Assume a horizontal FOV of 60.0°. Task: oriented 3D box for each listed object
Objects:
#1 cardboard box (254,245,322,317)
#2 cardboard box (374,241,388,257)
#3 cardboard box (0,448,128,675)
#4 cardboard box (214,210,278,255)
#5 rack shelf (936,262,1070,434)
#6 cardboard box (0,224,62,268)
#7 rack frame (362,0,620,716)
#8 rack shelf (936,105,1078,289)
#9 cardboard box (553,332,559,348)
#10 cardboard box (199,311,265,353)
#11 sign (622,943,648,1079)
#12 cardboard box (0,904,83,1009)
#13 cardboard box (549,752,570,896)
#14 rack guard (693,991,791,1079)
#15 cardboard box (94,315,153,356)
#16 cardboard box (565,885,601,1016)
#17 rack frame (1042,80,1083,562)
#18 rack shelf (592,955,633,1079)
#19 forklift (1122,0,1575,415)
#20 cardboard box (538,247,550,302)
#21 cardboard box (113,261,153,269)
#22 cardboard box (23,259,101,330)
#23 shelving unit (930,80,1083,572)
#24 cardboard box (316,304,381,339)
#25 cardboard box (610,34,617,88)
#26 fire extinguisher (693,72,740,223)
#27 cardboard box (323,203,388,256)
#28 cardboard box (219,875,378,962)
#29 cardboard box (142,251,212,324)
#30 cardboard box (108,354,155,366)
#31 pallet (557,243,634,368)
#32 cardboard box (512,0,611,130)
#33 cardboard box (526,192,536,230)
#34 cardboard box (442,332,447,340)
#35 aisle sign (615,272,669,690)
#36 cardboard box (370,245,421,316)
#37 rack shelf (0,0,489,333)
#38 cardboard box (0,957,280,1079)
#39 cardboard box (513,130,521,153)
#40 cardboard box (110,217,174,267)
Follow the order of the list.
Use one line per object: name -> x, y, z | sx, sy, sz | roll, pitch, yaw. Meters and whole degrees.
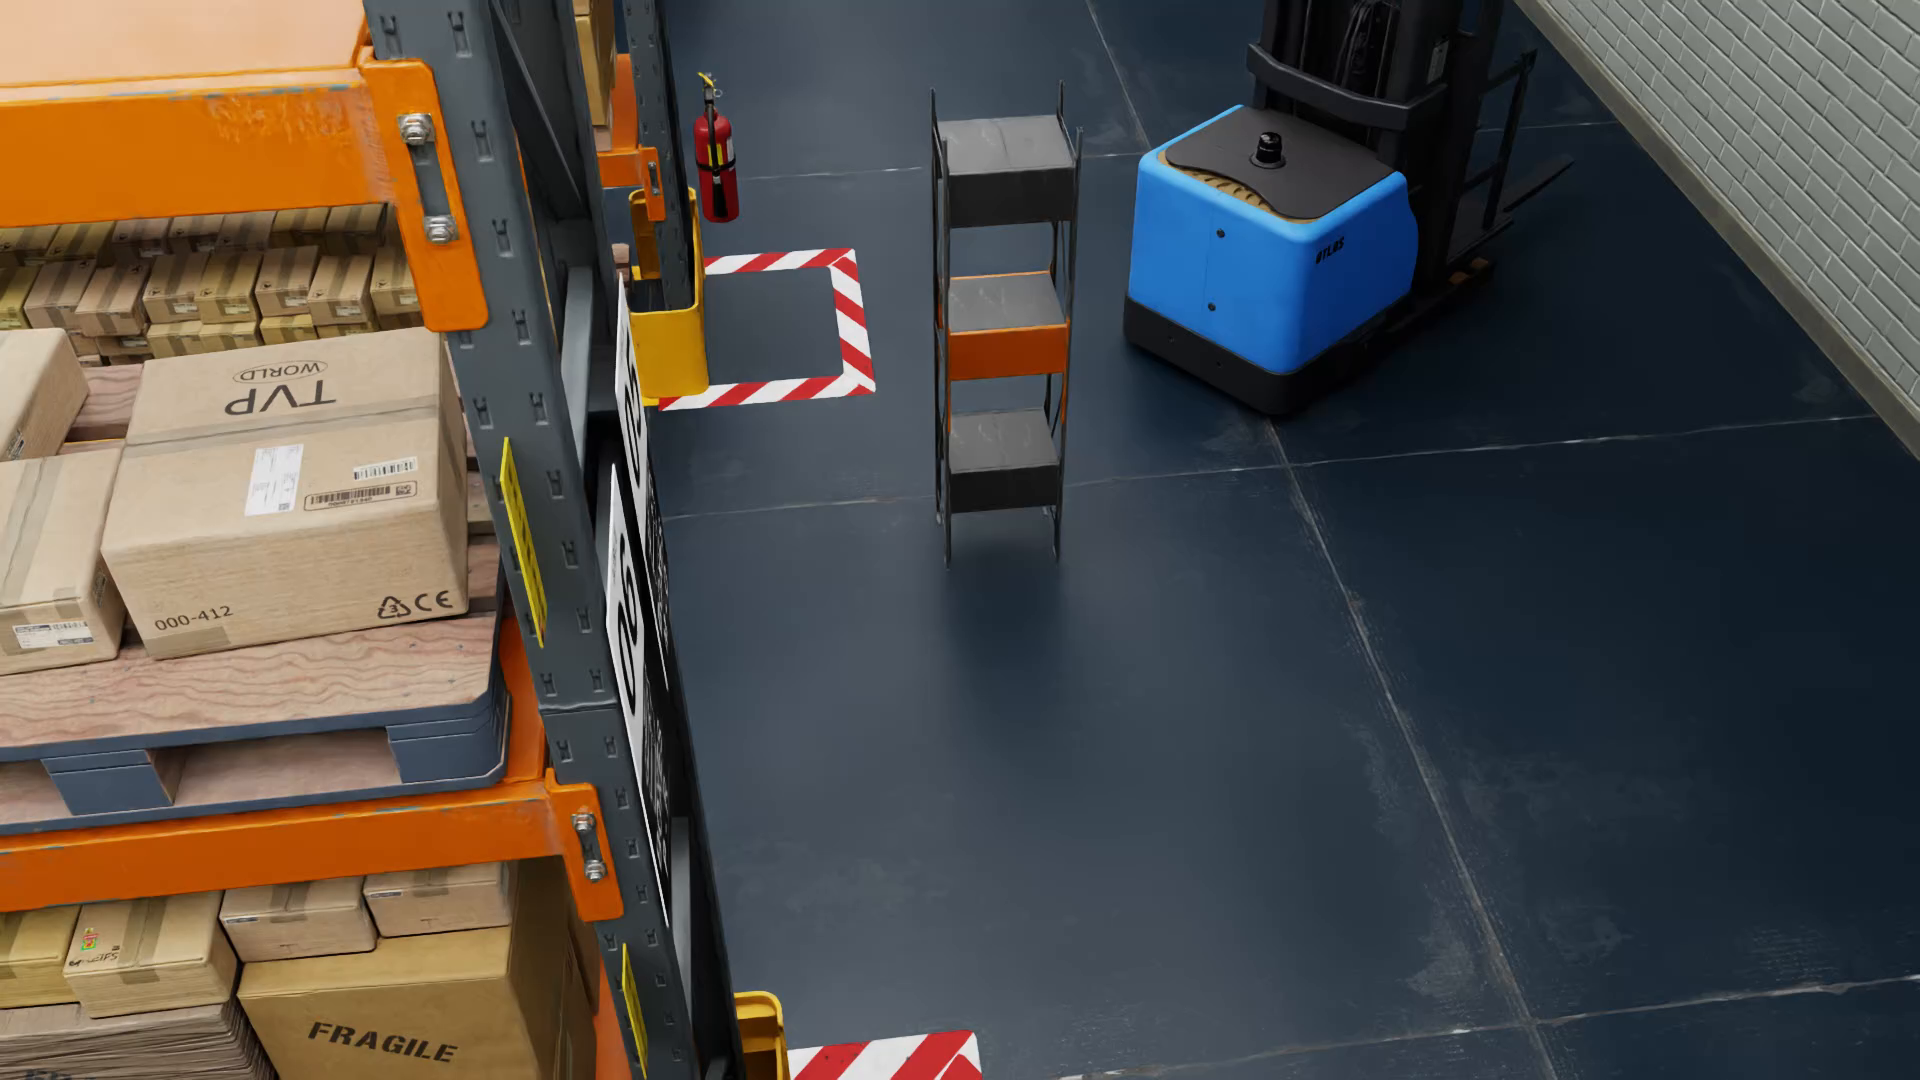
cardboard box -> -3.209, -1.243, 7.975 | 0.250, 0.149, 0.380 | -6, 42, -7
cardboard box -> -3.002, -1.450, 8.426 | 0.250, 0.149, 0.380 | -7, 43, -8
cardboard box -> -1.518, 0.033, 2.748 | 0.250, 0.149, 0.380 | -8, 43, -9
cardboard box -> -3.523, -1.506, 8.266 | 0.250, 0.149, 0.380 | -5, 42, -5
rack shelf -> 0.164, -0.784, 6.787 | 0.480, 0.518, 0.431 | -5, 42, -6
cardboard box -> -4.573, -1.470, 8.226 | 0.250, 0.149, 0.380 | -5, 42, -6
rack frame -> -0.678, -1.169, 2.043 | 0.127, 3.000, 1.000 | -5, 42, -6
rack shelf -> 0.164, -1.304, 6.318 | 0.480, 0.518, 0.431 | -5, 42, -6
cardboard box -> -1.915, -1.133, 8.297 | 0.250, 0.149, 0.380 | -4, 42, -5
cardboard box -> -3.459, -1.040, 7.972 | 0.250, 0.149, 0.380 | -5, 42, -5
sign -> -0.621, 0.902, 3.184 | 0.005, 0.325, 0.100 | -5, 42, -6
cardboard box -> -1.757, 0.684, 3.161 | 0.250, 0.149, 0.380 | -4, 42, -5
cardboard box -> -1.191, 0.503, 3.847 | 0.500, 0.500, 0.500 | -6, 42, -6
rack guard -> -0.654, 1.985, 4.891 | 0.348, 0.500, 1.175 | -5, 42, -6
cardboard box -> -3.965, -1.056, 7.989 | 0.250, 0.149, 0.380 | -3, 42, -4
cardboard box -> -1.191, 0.873, 4.184 | 0.500, 0.500, 0.500 | -5, 42, -6
rack frame -> 0.406, -0.815, 6.801 | 0.015, 2.100, 0.400 | -5, 42, -6
rack shelf -> -2.661, 1.500, 4.100 | 4.000, 0.370, 1.077 | -5, 42, -6
forklift -> 2.234, -2.571, 8.127 | 3.031, 2.935, 1.130 | -34, 52, -32
cardboard box -> -1.912, -1.324, 8.064 | 0.250, 0.149, 0.380 | -5, 42, -5
cardboard box -> -4.073, -1.377, 8.345 | 0.250, 0.149, 0.380 | -4, 42, -4
cardboard box -> -4.237, -1.160, 7.883 | 0.250, 0.149, 0.380 | -6, 42, -7
shelving unit -> 0.164, -0.794, 6.778 | 0.503, 2.100, 0.431 | -5, 42, -6
cardboard box -> -2.933, -1.093, 8.030 | 0.250, 0.149, 0.380 | -4, 42, -5
cardboard box -> -1.784, -2.316, 7.981 | 0.250, 0.149, 0.380 | -5, 42, -6
fire extinguisher -> -1.110, -1.768, 7.522 | 0.183, 0.674, 0.296 | -5, 42, -6
cardboard box -> -3.019, -1.583, 8.352 | 0.250, 0.149, 0.380 | -3, 42, -4
cardboard box -> -1.257, 0.612, 3.242 | 0.250, 0.149, 0.380 | -4, 42, -5
cardboard box -> -3.715, -1.207, 7.934 | 0.250, 0.149, 0.380 | -7, 42, -7
cardboard box -> -3.973, -0.969, 8.115 | 0.250, 0.149, 0.380 | -7, 42, -7
pallet -> -2.305, -1.131, 8.561 | 1.213, 0.211, 1.003 | -5, 42, -6
cardboard box -> -1.832, -2.158, 7.321 | 0.500, 0.500, 0.500 | -4, 42, -5
cardboard box -> -2.241, -1.615, 8.386 | 0.250, 0.149, 0.380 | -4, 42, -5
cardboard box -> -2.421, -1.146, 8.089 | 0.250, 0.149, 0.380 | -7, 42, -7
aisle sign -> -0.644, -0.105, 3.402 | 0.004, 0.787, 0.394 | -5, 42, -6
cardboard box -> -2.674, -1.253, 7.986 | 0.250, 0.149, 0.380 | -7, 42, -7
rack shelf -> -2.661, -0.580, 2.225 | 4.000, 0.370, 1.077 | -5, 42, -6
cardboard box -> -1.640, 0.915, 3.390 | 0.500, 0.500, 0.500 | -5, 42, -5
cardboard box -> -1.958, -1.914, 7.535 | 0.250, 0.149, 0.380 | -5, 42, -6
cardboard box -> -4.049, -1.525, 8.287 | 0.250, 0.149, 0.380 | -7, 43, -8
